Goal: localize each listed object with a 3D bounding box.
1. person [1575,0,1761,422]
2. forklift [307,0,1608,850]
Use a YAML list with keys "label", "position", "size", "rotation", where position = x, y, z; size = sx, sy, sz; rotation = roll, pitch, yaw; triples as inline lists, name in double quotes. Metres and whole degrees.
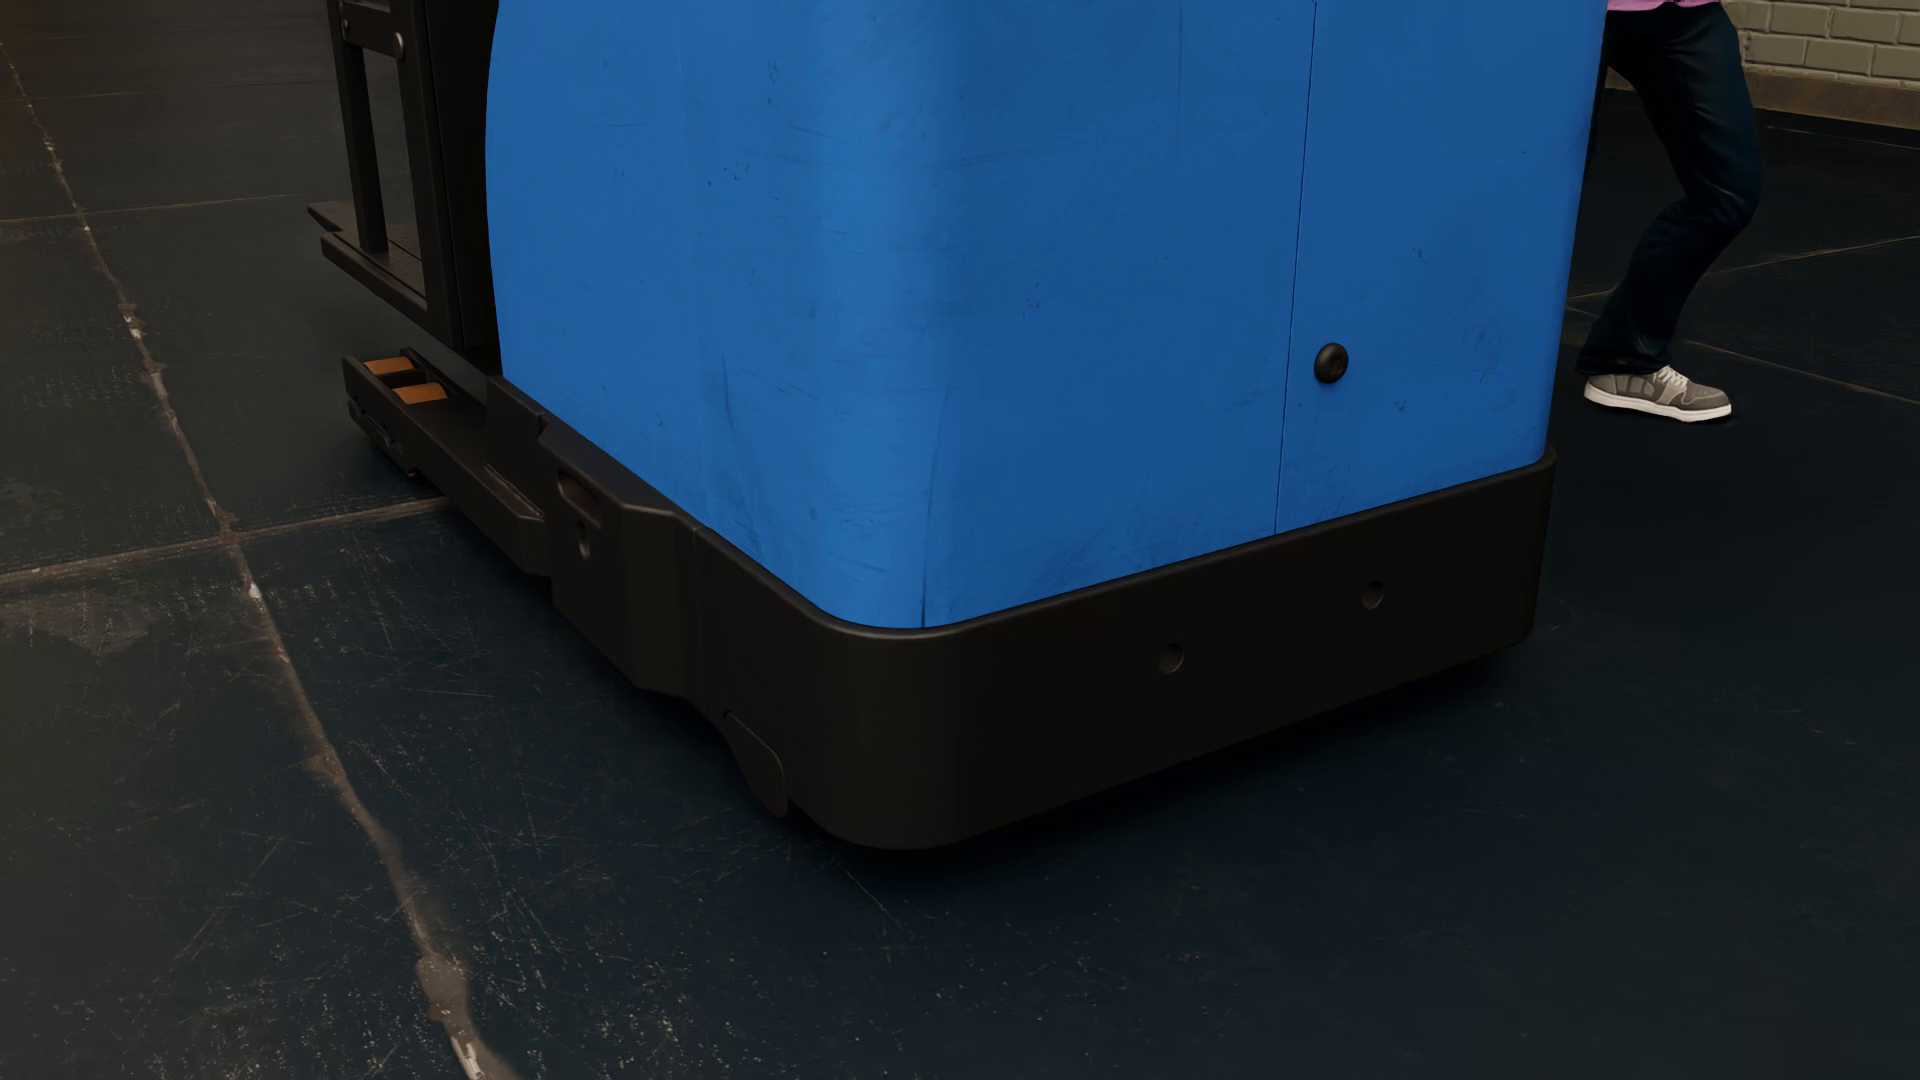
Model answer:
- label: "person"
  position: [1.099, -0.919, 2.910]
  size: [0.725, 1.567, 0.418]
  rotation: [-7, 23, -17]
- label: "forklift"
  position: [-0.471, -1.550, 2.551]
  size: [1.130, 2.935, 3.031]
  rotation: [-14, 26, -30]
